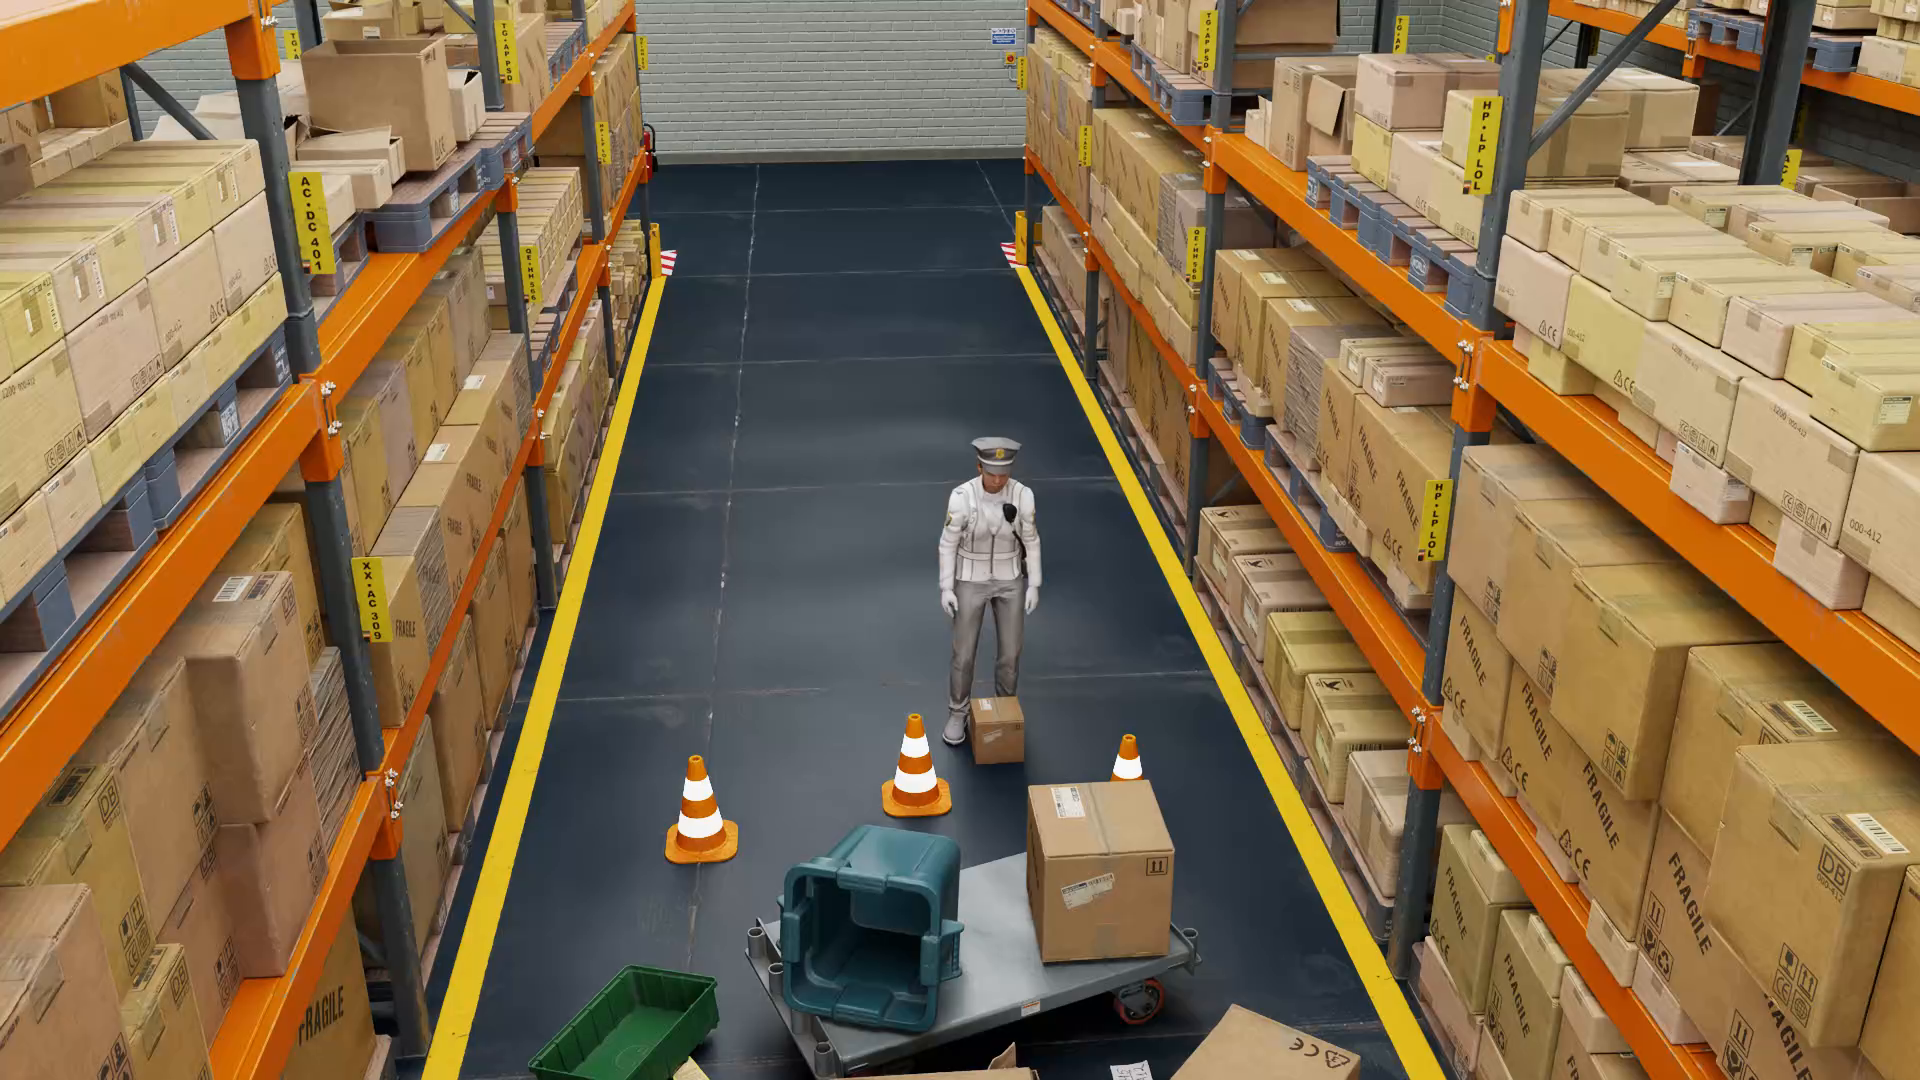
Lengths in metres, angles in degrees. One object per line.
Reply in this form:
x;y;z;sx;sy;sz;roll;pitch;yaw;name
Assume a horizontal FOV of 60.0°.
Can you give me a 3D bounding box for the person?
0.152;0.243;8.547;0.527;1.663;0.376;-2;24;-5;person
